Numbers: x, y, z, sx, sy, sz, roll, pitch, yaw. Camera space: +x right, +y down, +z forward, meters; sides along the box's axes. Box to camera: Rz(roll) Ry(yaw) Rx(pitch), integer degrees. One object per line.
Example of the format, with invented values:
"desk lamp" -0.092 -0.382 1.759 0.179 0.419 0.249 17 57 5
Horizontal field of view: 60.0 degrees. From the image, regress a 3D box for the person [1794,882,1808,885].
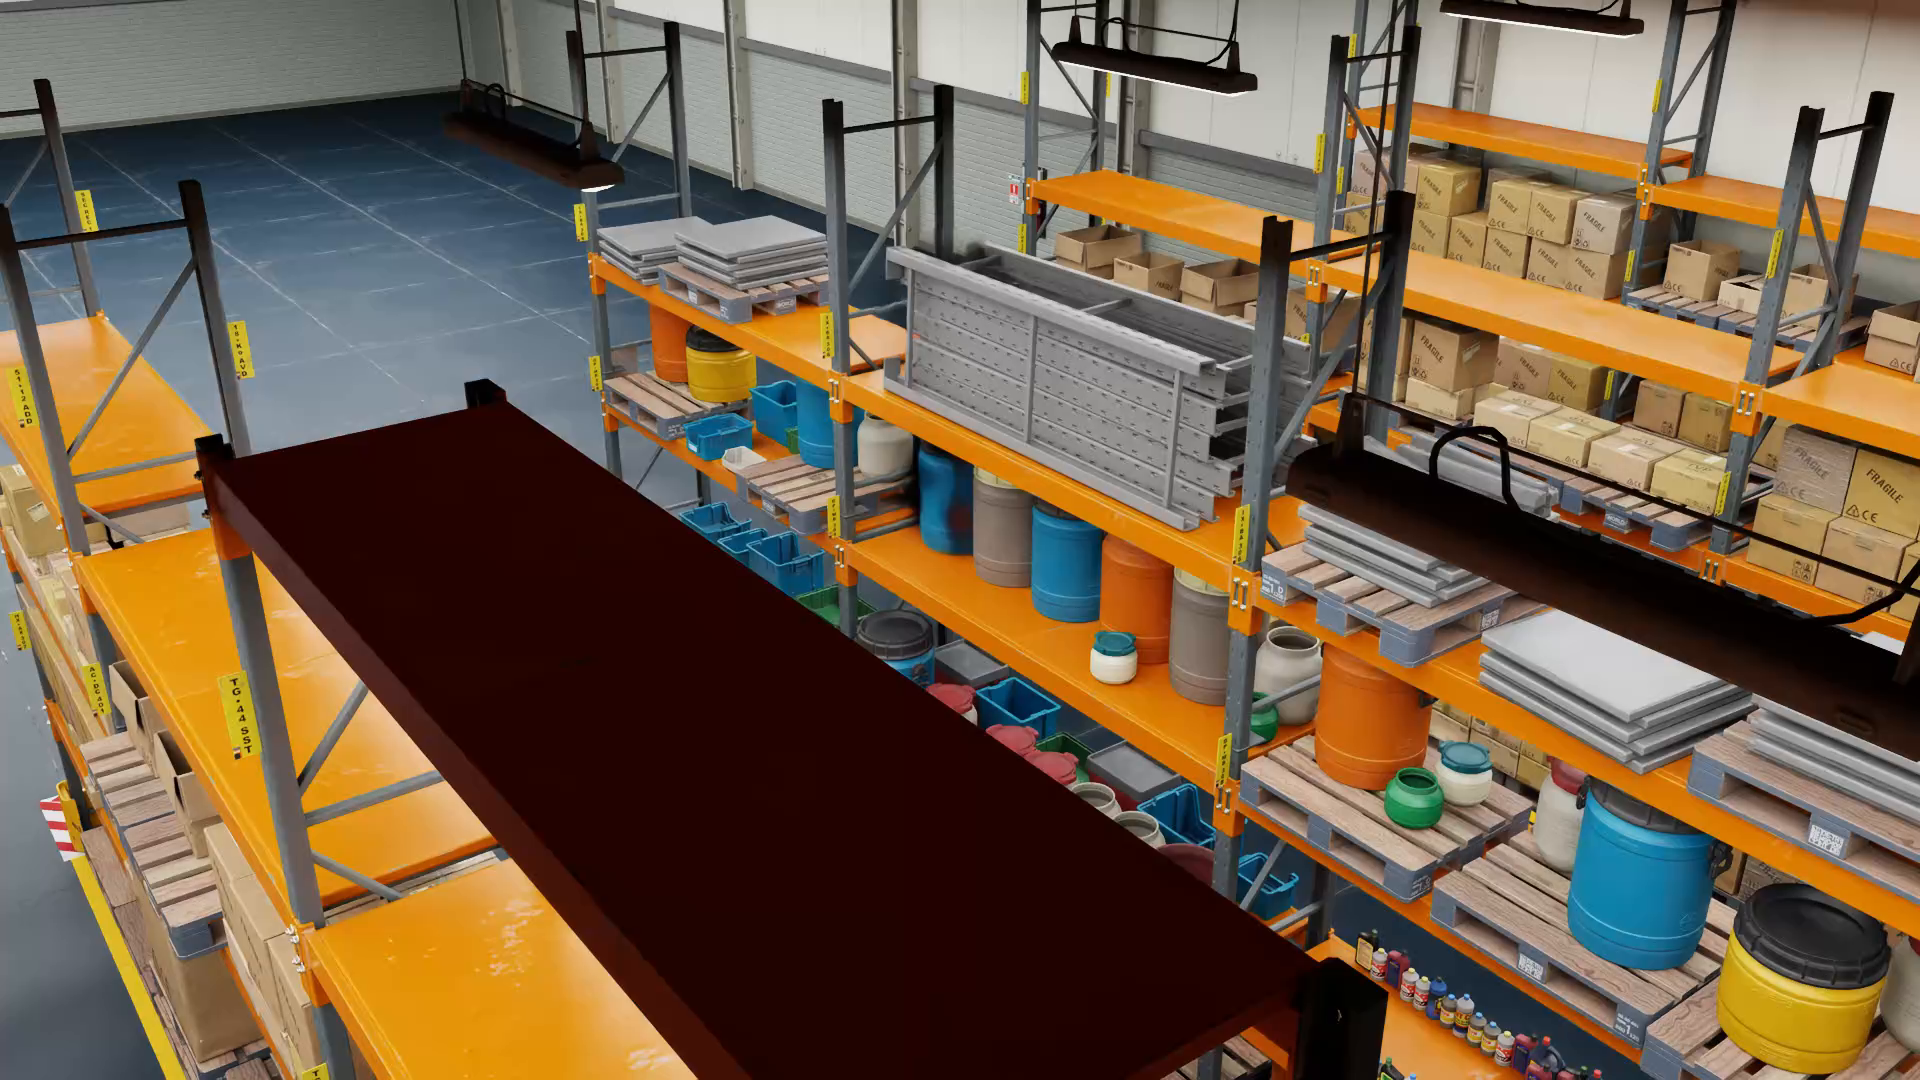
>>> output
"person" 5.336 2.929 10.749 0.786 1.666 0.515 21 32 38
